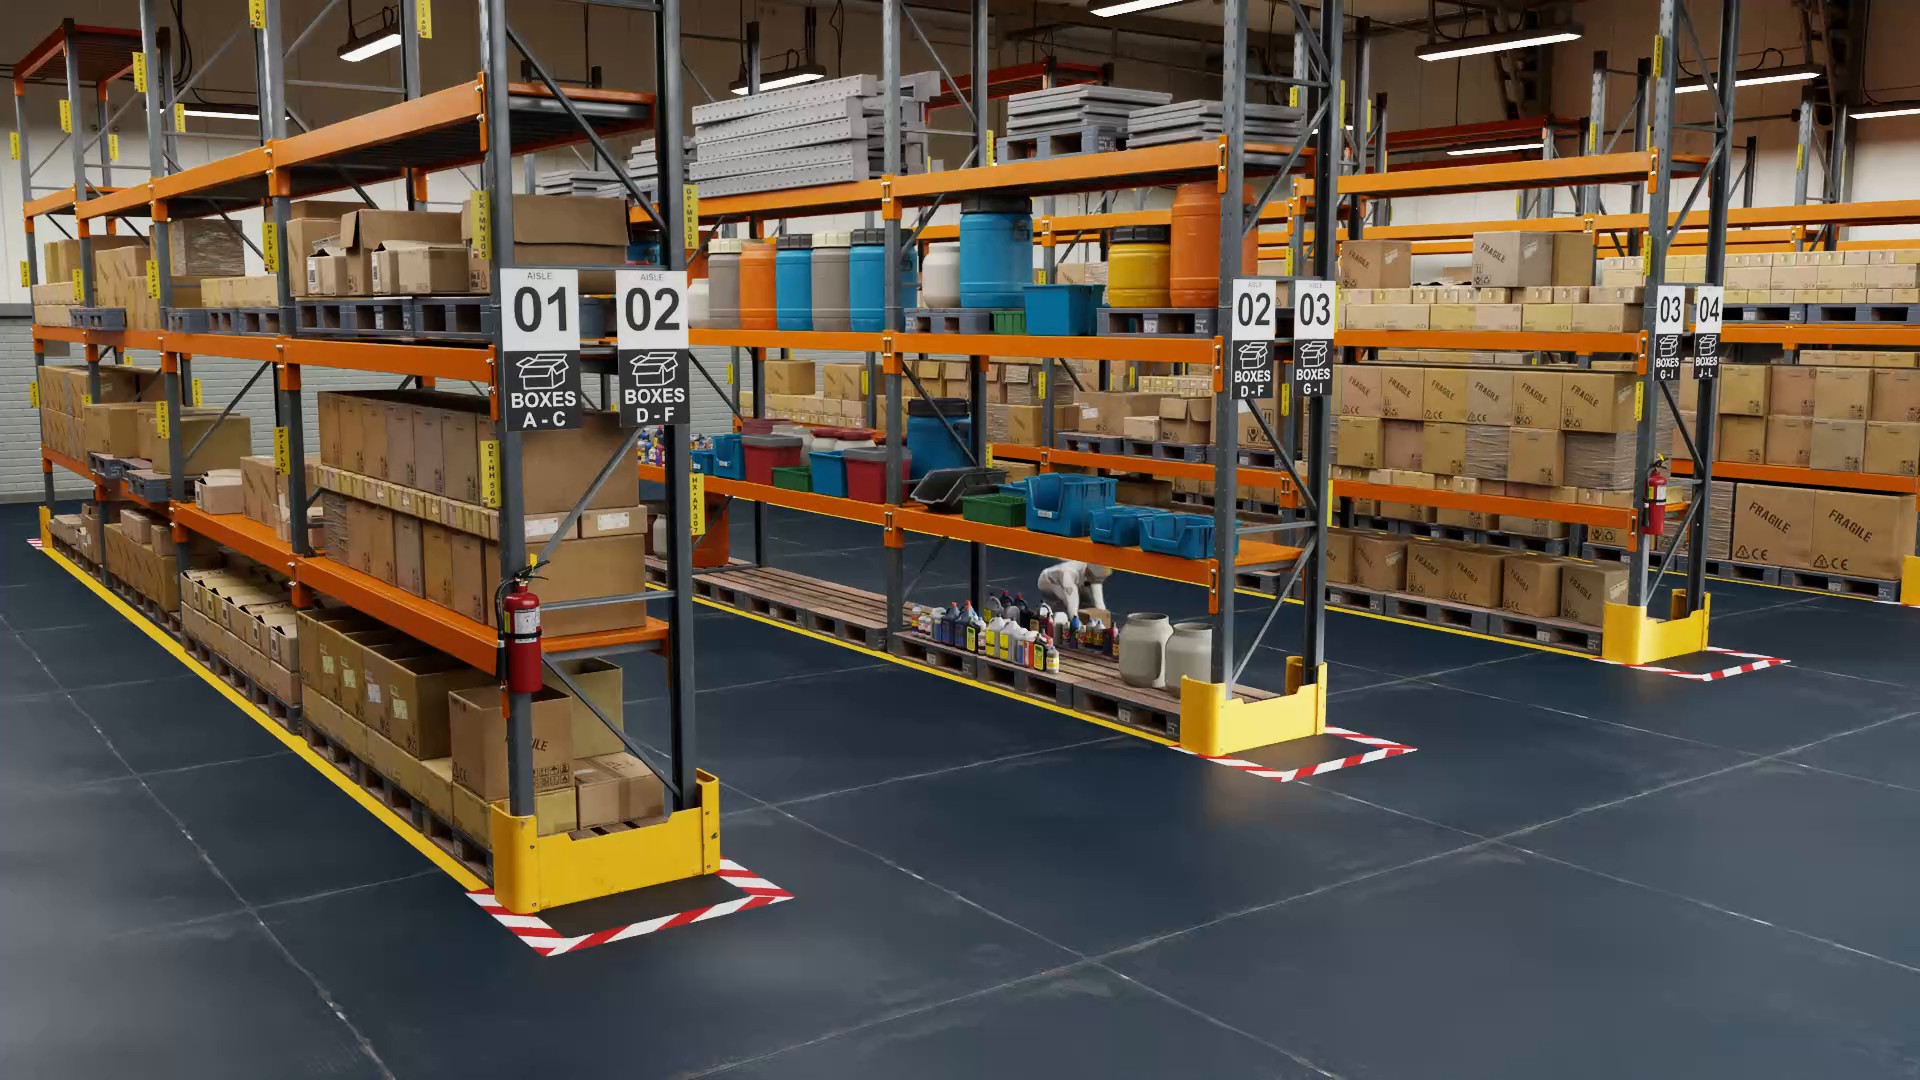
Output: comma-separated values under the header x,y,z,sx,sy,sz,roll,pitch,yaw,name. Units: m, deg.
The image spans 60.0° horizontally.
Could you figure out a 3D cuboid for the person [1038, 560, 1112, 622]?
x,y,z,sx,sy,sz,roll,pitch,yaw,name
1.087,0.515,15.579,0.464,0.841,0.892,-4,9,-28,person
